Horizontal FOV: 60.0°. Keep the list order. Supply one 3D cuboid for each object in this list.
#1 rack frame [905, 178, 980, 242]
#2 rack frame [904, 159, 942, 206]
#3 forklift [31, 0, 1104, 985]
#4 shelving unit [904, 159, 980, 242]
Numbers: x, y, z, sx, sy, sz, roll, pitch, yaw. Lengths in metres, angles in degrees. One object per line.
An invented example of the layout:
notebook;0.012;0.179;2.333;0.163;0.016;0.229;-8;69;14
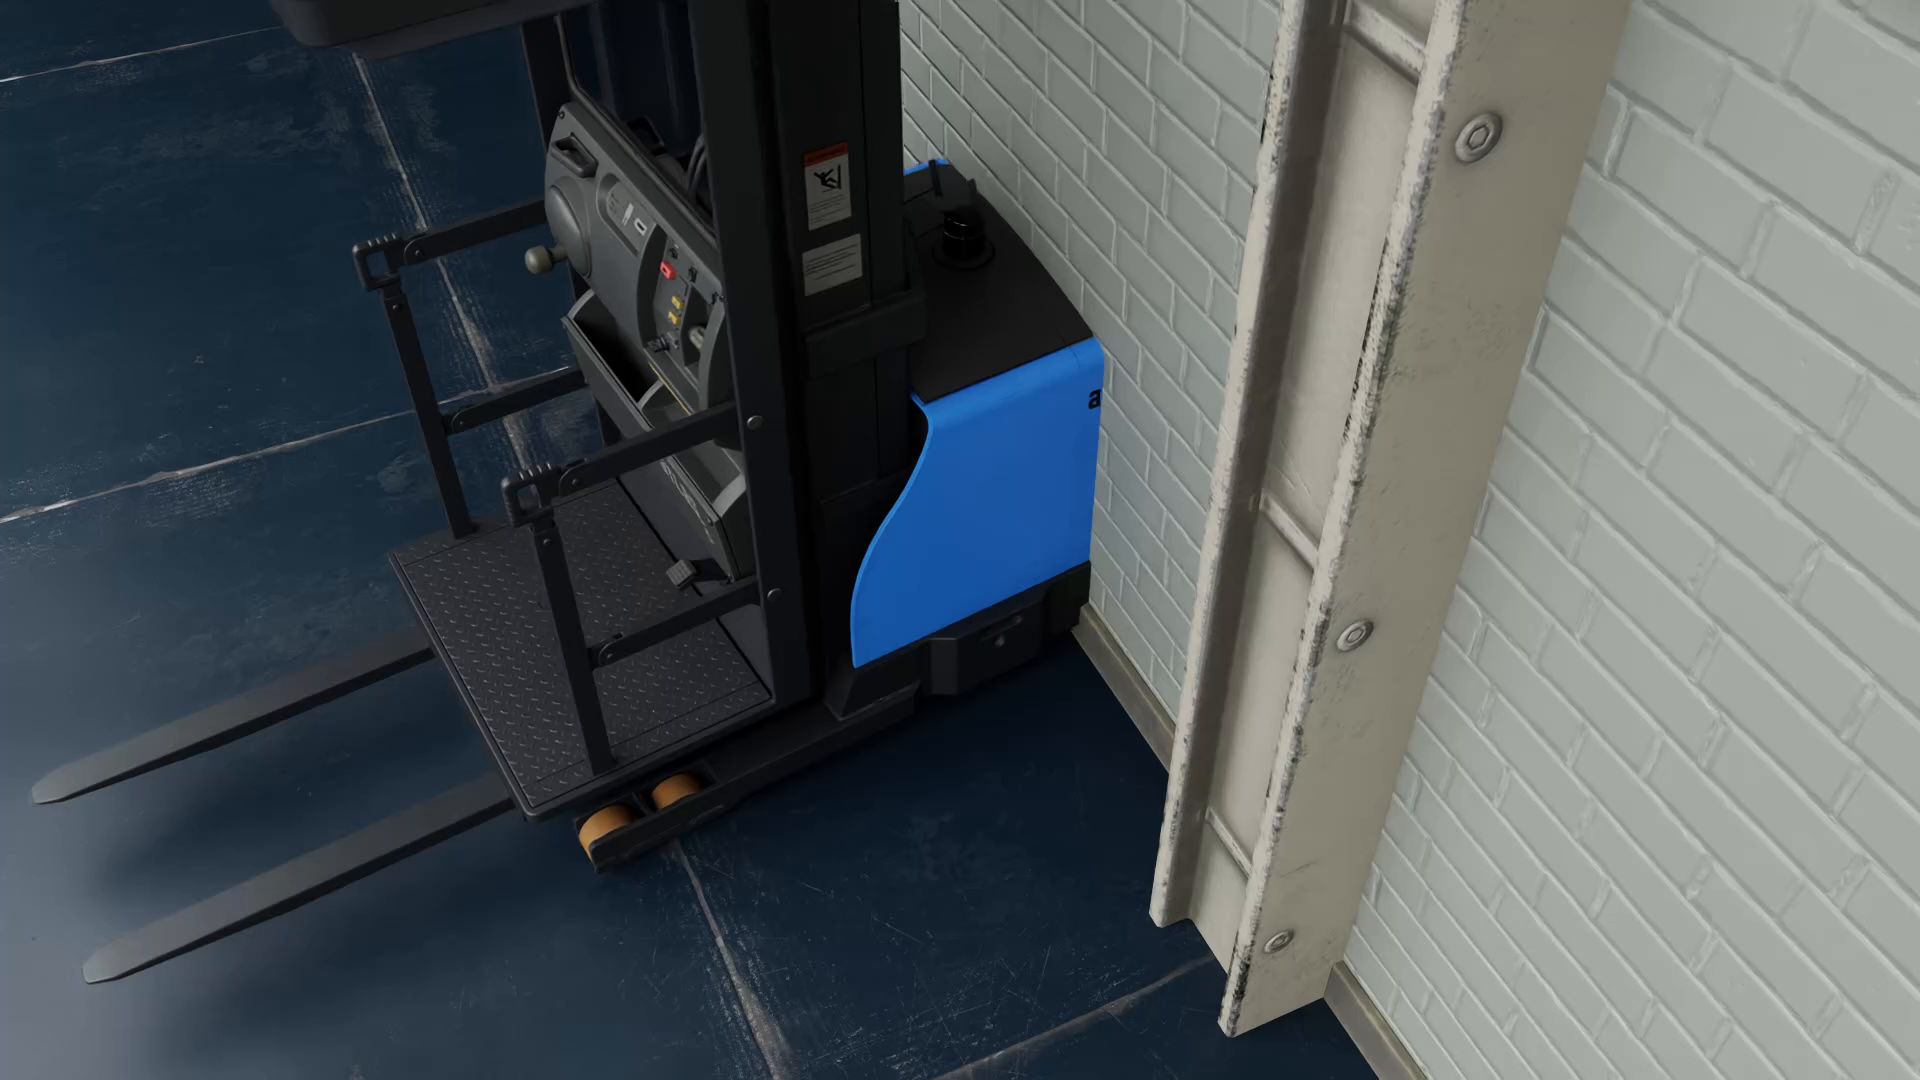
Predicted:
rack frame;0.044;-0.466;4.816;0.240;1.200;0.006;-32;44;-21
rack frame;-0.064;-0.547;4.939;0.240;1.200;0.006;-32;44;-21
forklift;-0.936;-0.611;3.783;3.031;2.935;1.130;-24;49;-22
shelving unit;-0.010;-0.506;4.877;0.258;1.200;0.189;-32;44;-21
